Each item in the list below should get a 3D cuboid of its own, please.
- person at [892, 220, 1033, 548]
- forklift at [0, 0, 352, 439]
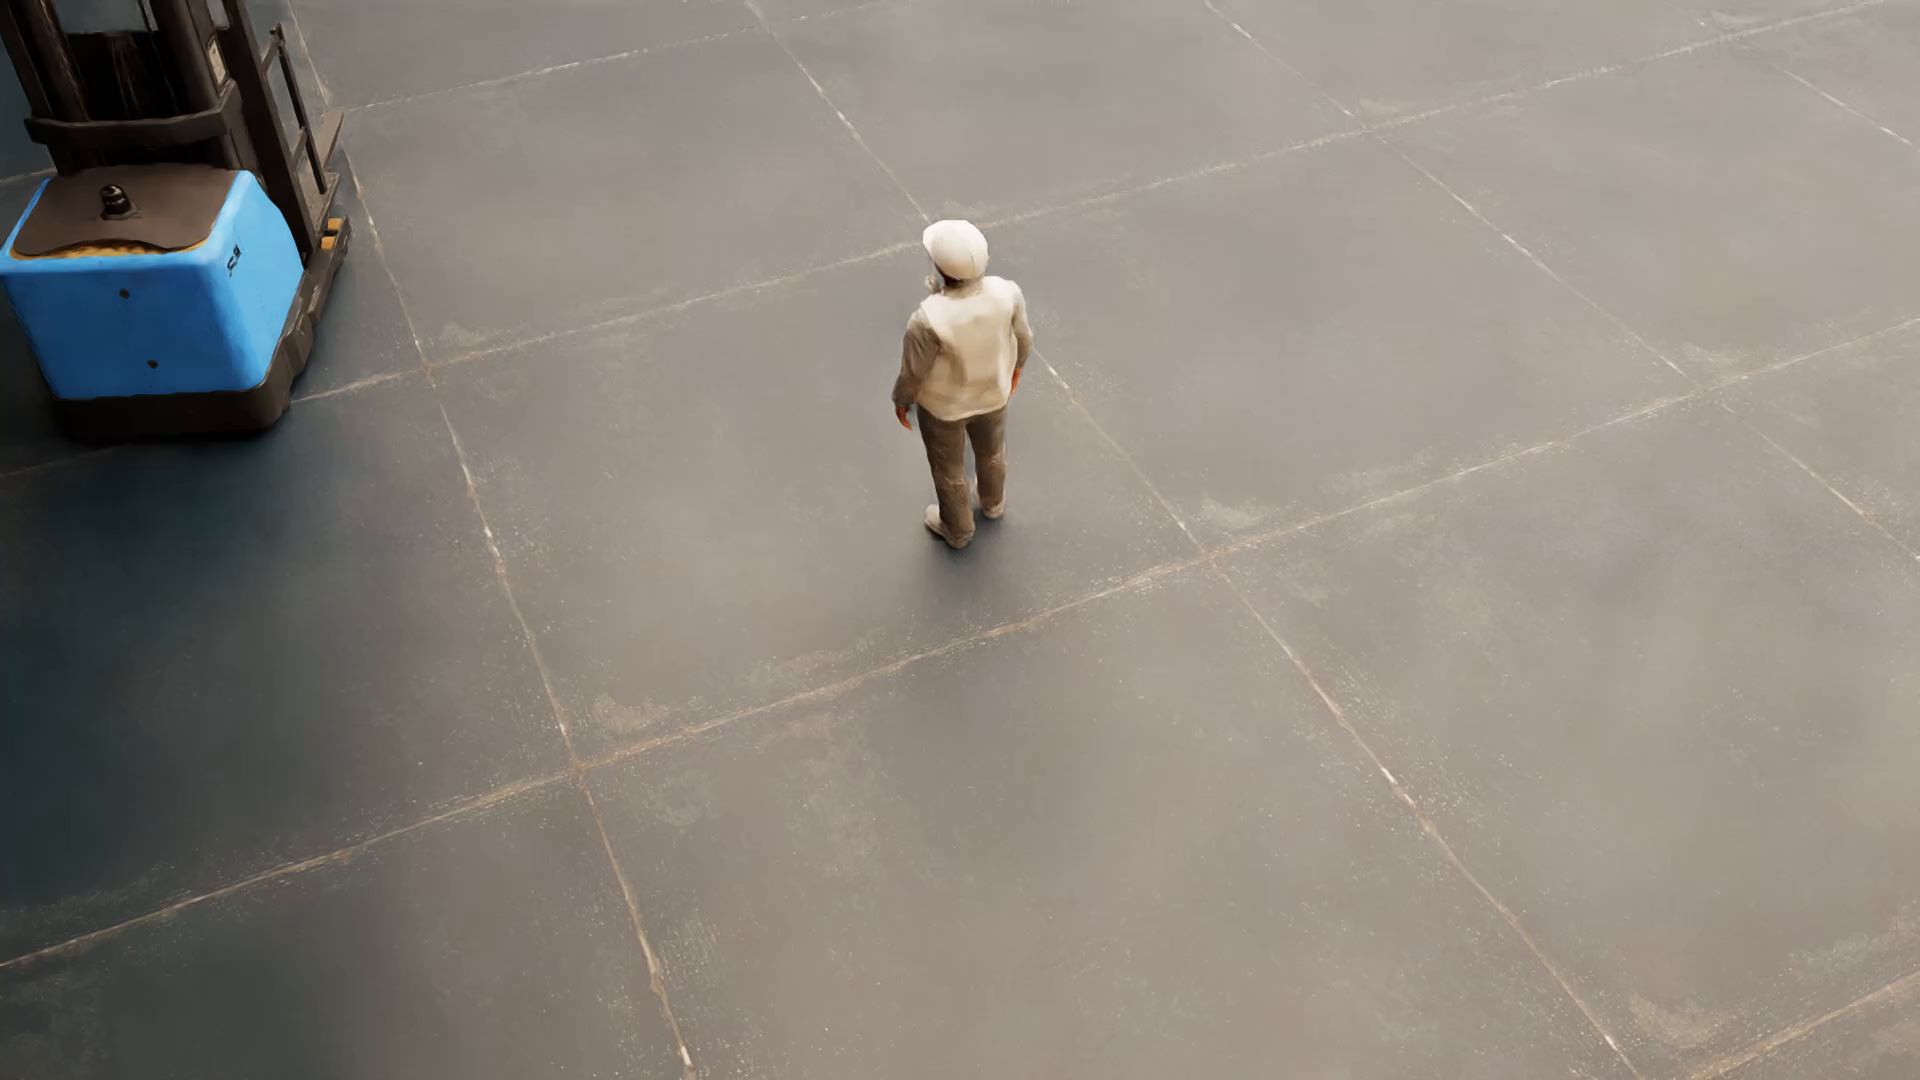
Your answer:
[{"bbox_3d":[-0.019,-0.695,7.262,0.632,1.773,0.567,-18,46,-18],"label":"person"},{"bbox_3d":[-4.072,-2.576,8.441,1.130,2.935,3.031,-3,43,-4],"label":"forklift"}]
